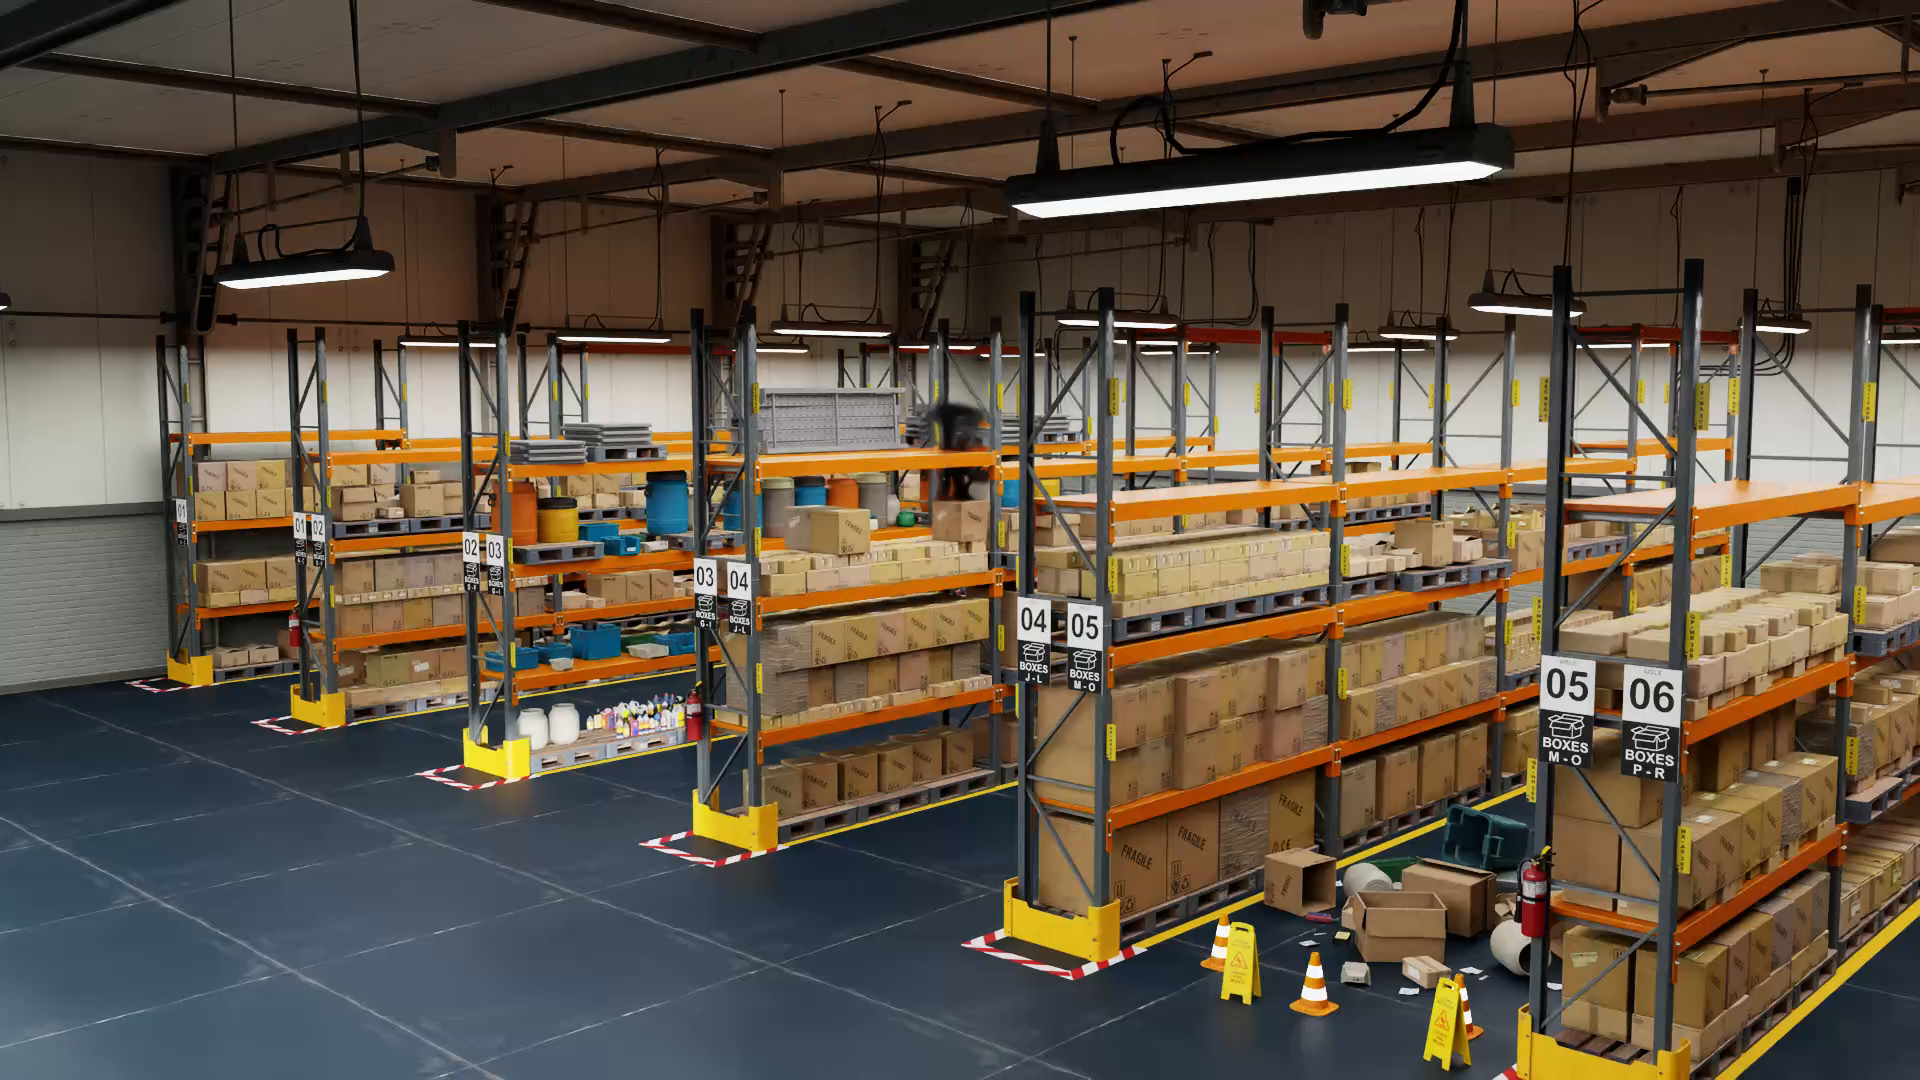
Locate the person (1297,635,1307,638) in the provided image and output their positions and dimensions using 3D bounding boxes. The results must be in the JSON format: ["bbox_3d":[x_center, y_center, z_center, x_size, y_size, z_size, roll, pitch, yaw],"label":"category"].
[{"bbox_3d":[4.976,2.132,23.621,0.508,1.633,0.934,3,6,32],"label":"person"}]
